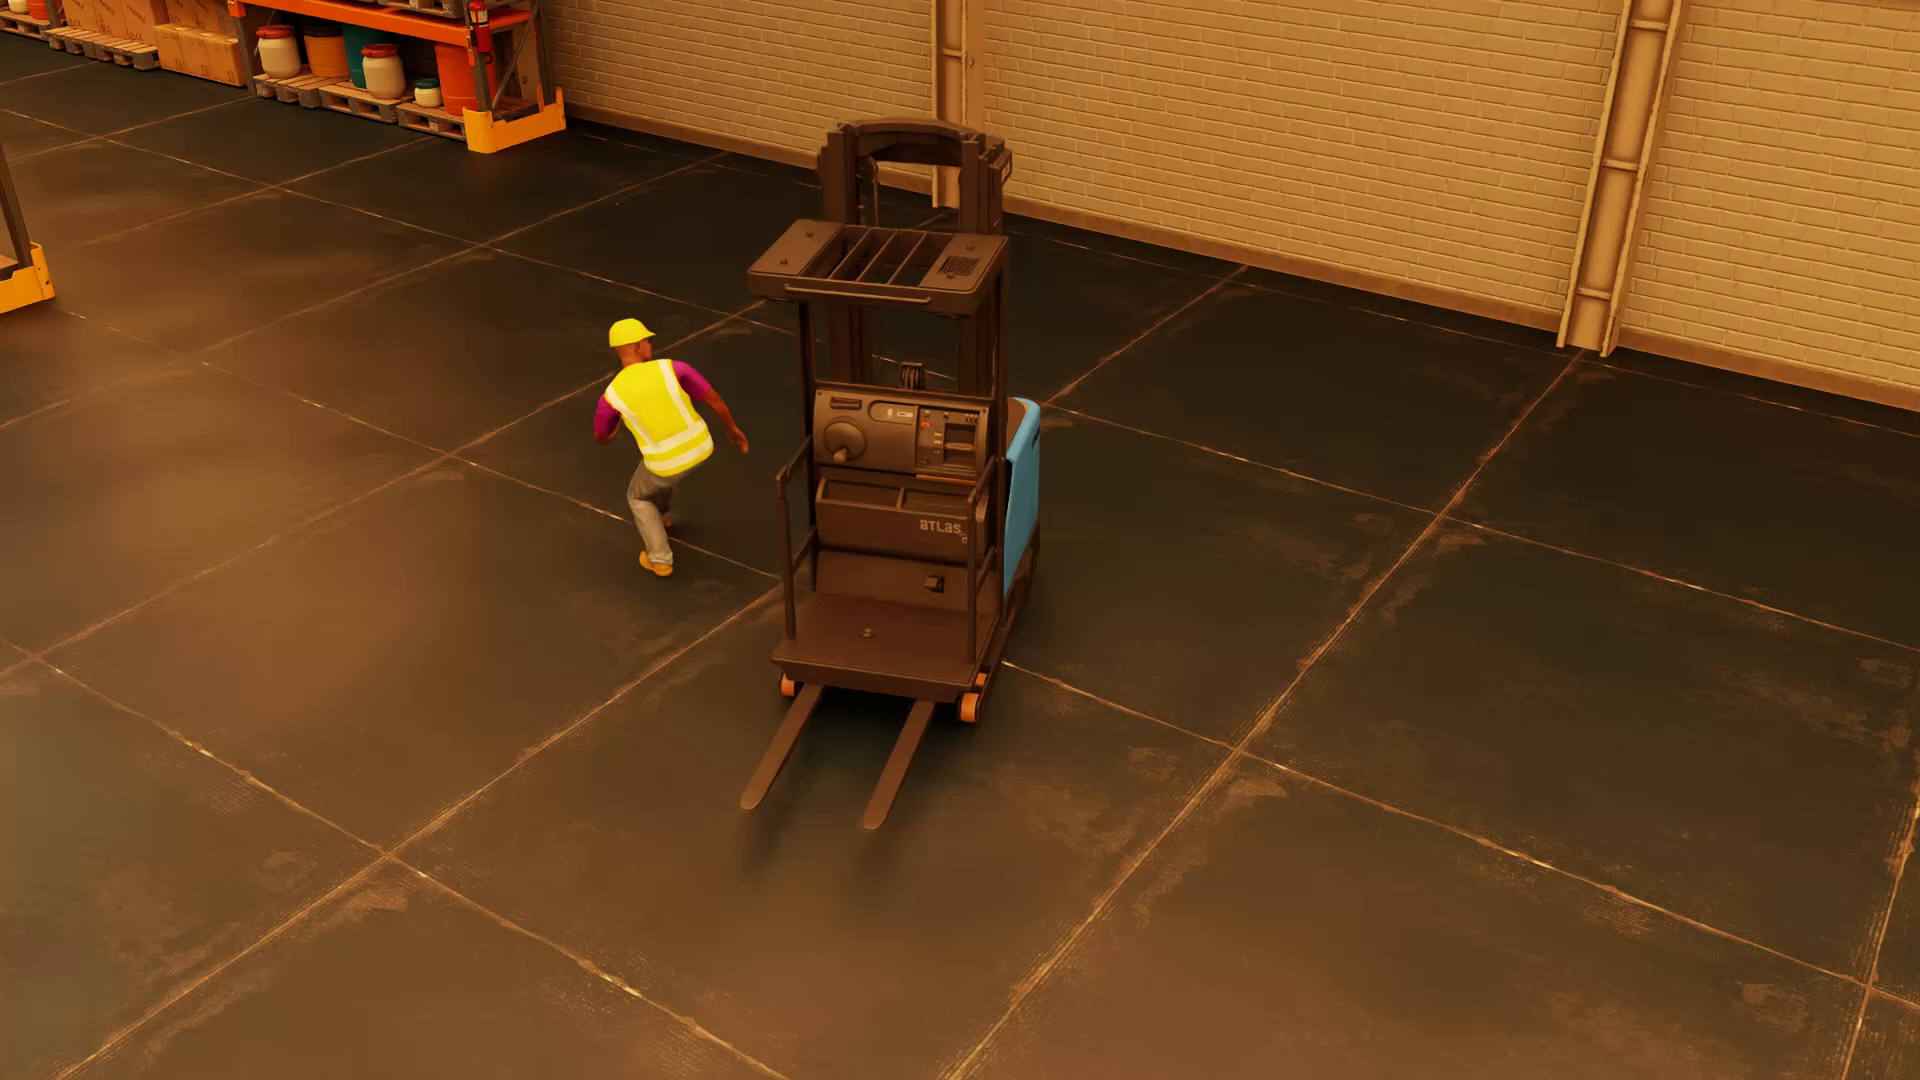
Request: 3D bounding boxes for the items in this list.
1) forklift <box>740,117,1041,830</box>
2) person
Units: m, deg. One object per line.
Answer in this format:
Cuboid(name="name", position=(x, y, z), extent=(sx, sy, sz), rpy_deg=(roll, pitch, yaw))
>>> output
Cuboid(name="forklift", position=(-0.358, -0.506, 8.452), extent=(1.130, 2.935, 3.031), rpy_deg=(7, 31, 12))
Cuboid(name="person", position=(-1.793, -0.614, 10.037), extent=(0.807, 1.556, 0.797), rpy_deg=(-17, 34, -27))
